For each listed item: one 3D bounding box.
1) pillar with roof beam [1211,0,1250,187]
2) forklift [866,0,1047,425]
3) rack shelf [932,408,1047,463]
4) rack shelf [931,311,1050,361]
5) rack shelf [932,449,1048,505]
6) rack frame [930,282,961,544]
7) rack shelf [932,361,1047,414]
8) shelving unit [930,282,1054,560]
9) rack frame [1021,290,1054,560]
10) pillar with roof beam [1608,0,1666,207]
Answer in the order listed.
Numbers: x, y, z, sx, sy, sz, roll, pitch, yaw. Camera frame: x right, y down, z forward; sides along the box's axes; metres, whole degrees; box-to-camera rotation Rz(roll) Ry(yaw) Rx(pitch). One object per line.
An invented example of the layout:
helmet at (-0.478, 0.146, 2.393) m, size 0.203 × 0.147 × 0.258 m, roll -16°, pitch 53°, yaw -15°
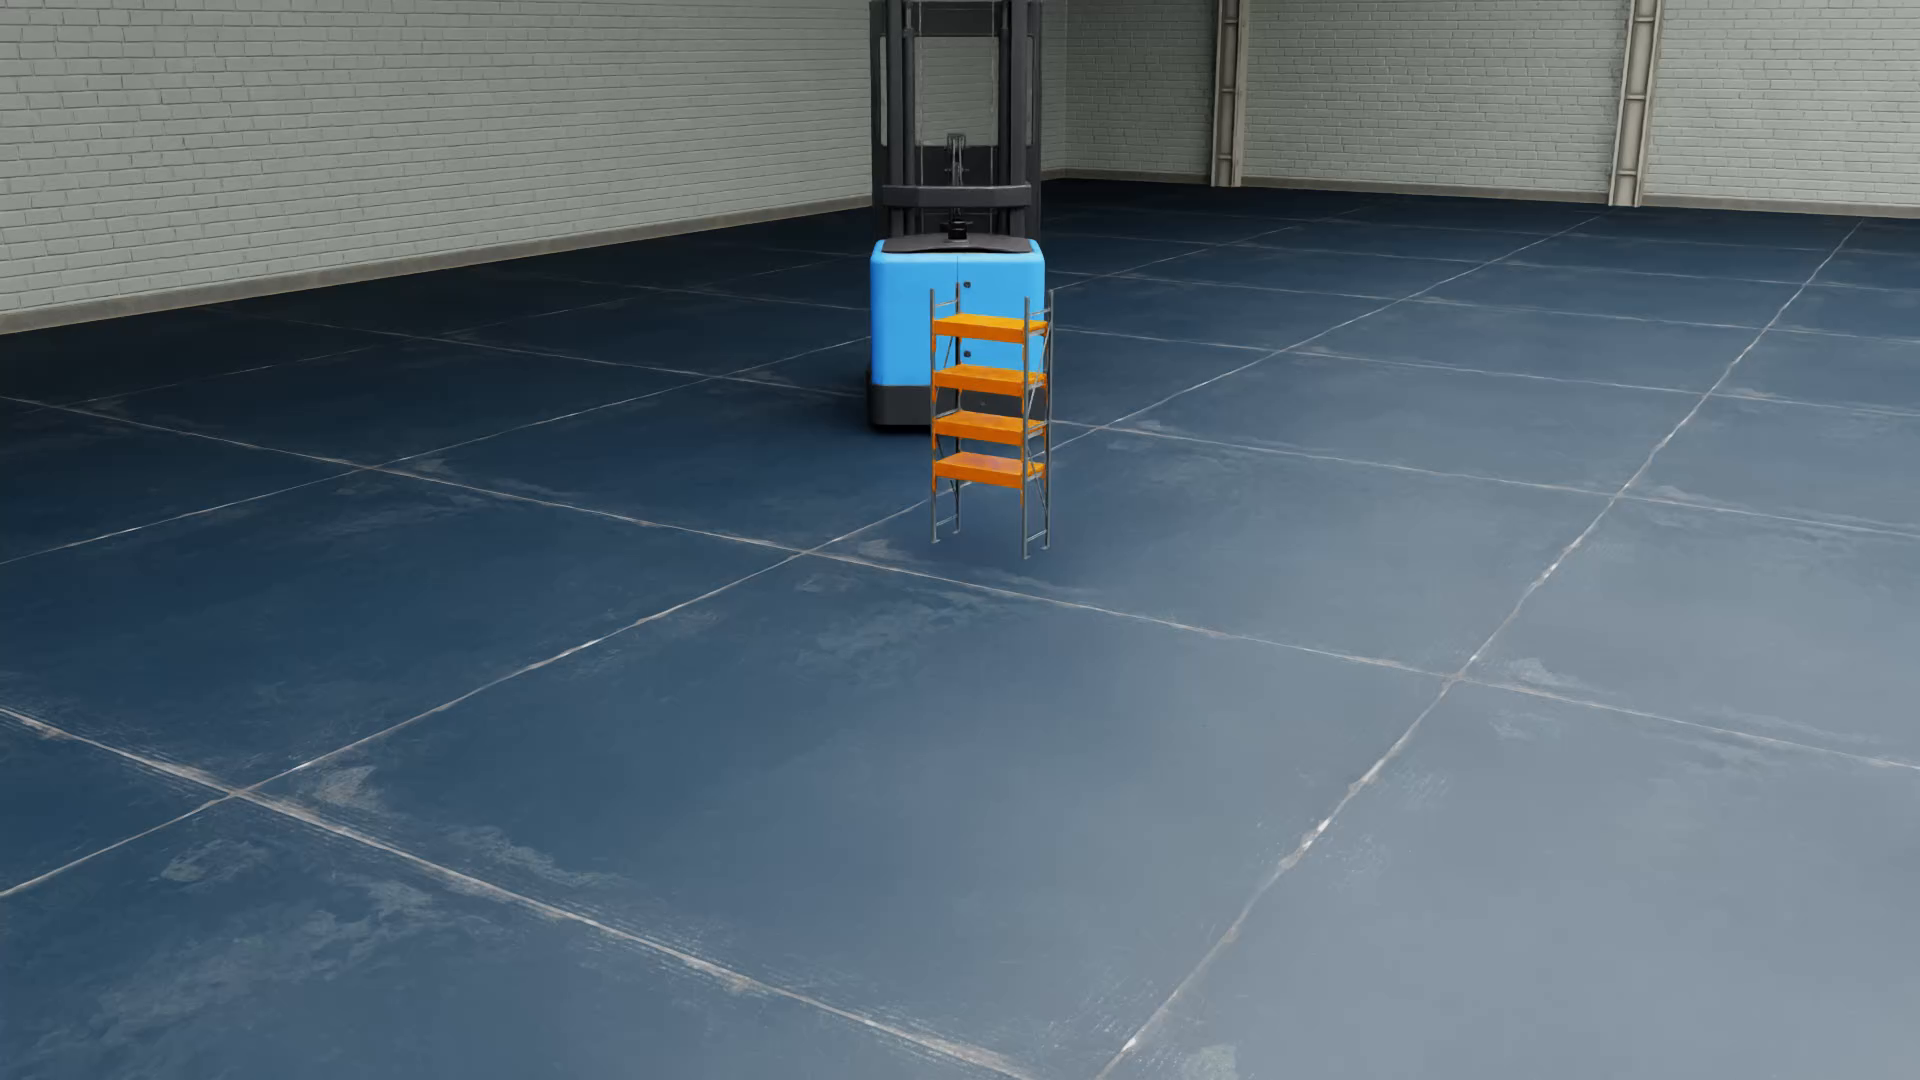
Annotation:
pillar with roof beam at (1.961, -8.845, 21.517) m, size 0.400 × 9.000 × 9.100 m, roll 10°, pitch 20°, yaw 30°
forklift at (-0.025, -2.458, 10.929) m, size 1.130 × 2.935 × 3.031 m, roll 0°, pitch 17°, yaw 0°
rack shelf at (0.141, -0.485, 7.643) m, size 0.480 × 0.148 × 0.258 m, roll 10°, pitch 20°, yaw 30°
rack shelf at (0.141, -0.925, 7.510) m, size 0.480 × 0.148 × 0.258 m, roll 10°, pitch 20°, yaw 30°
rack shelf at (0.141, -0.295, 7.701) m, size 0.480 × 0.148 × 0.258 m, roll 10°, pitch 20°, yaw 30°
rack frame at (-0.067, -0.586, 7.746) m, size 0.015 × 1.200 × 0.240 m, roll 10°, pitch 20°, yaw 30°
rack shelf at (0.141, -0.699, 7.578) m, size 0.480 × 0.148 × 0.258 m, roll 10°, pitch 20°, yaw 30°
shelving unit at (0.141, -0.549, 7.624) m, size 0.503 × 1.200 × 0.258 m, roll 10°, pitch 20°, yaw 30°
rack frame at (0.349, -0.512, 7.502) m, size 0.015 × 1.200 × 0.240 m, roll 10°, pitch 20°, yaw 30°
pillar with roof beam at (7.073, -7.933, 18.513) m, size 0.400 × 9.000 × 9.100 m, roll 10°, pitch 20°, yaw 30°
